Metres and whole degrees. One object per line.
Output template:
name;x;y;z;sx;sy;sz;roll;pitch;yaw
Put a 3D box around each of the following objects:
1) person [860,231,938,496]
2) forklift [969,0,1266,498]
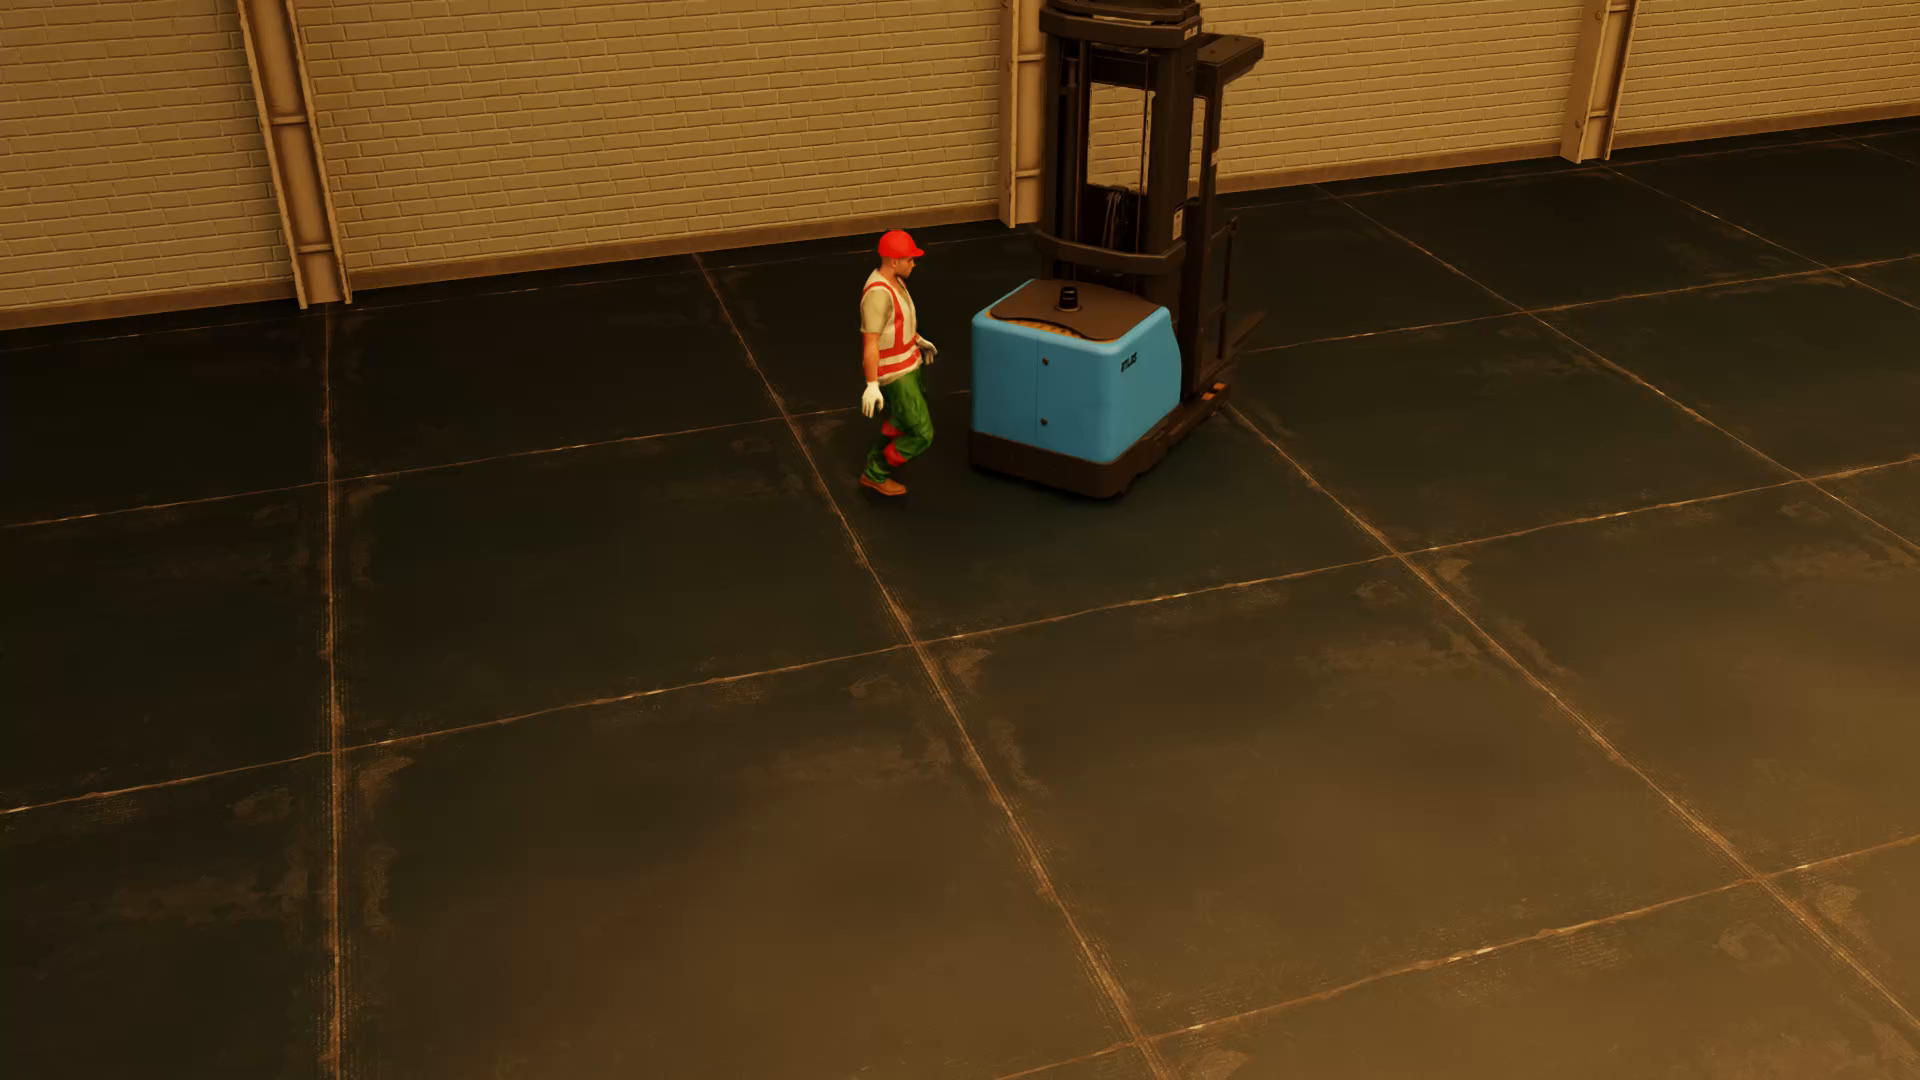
person;-0.382;-1.063;10.206;0.553;1.678;0.949;6;30;11
forklift;1.245;-2.229;10.961;1.130;2.935;3.031;17;34;26
